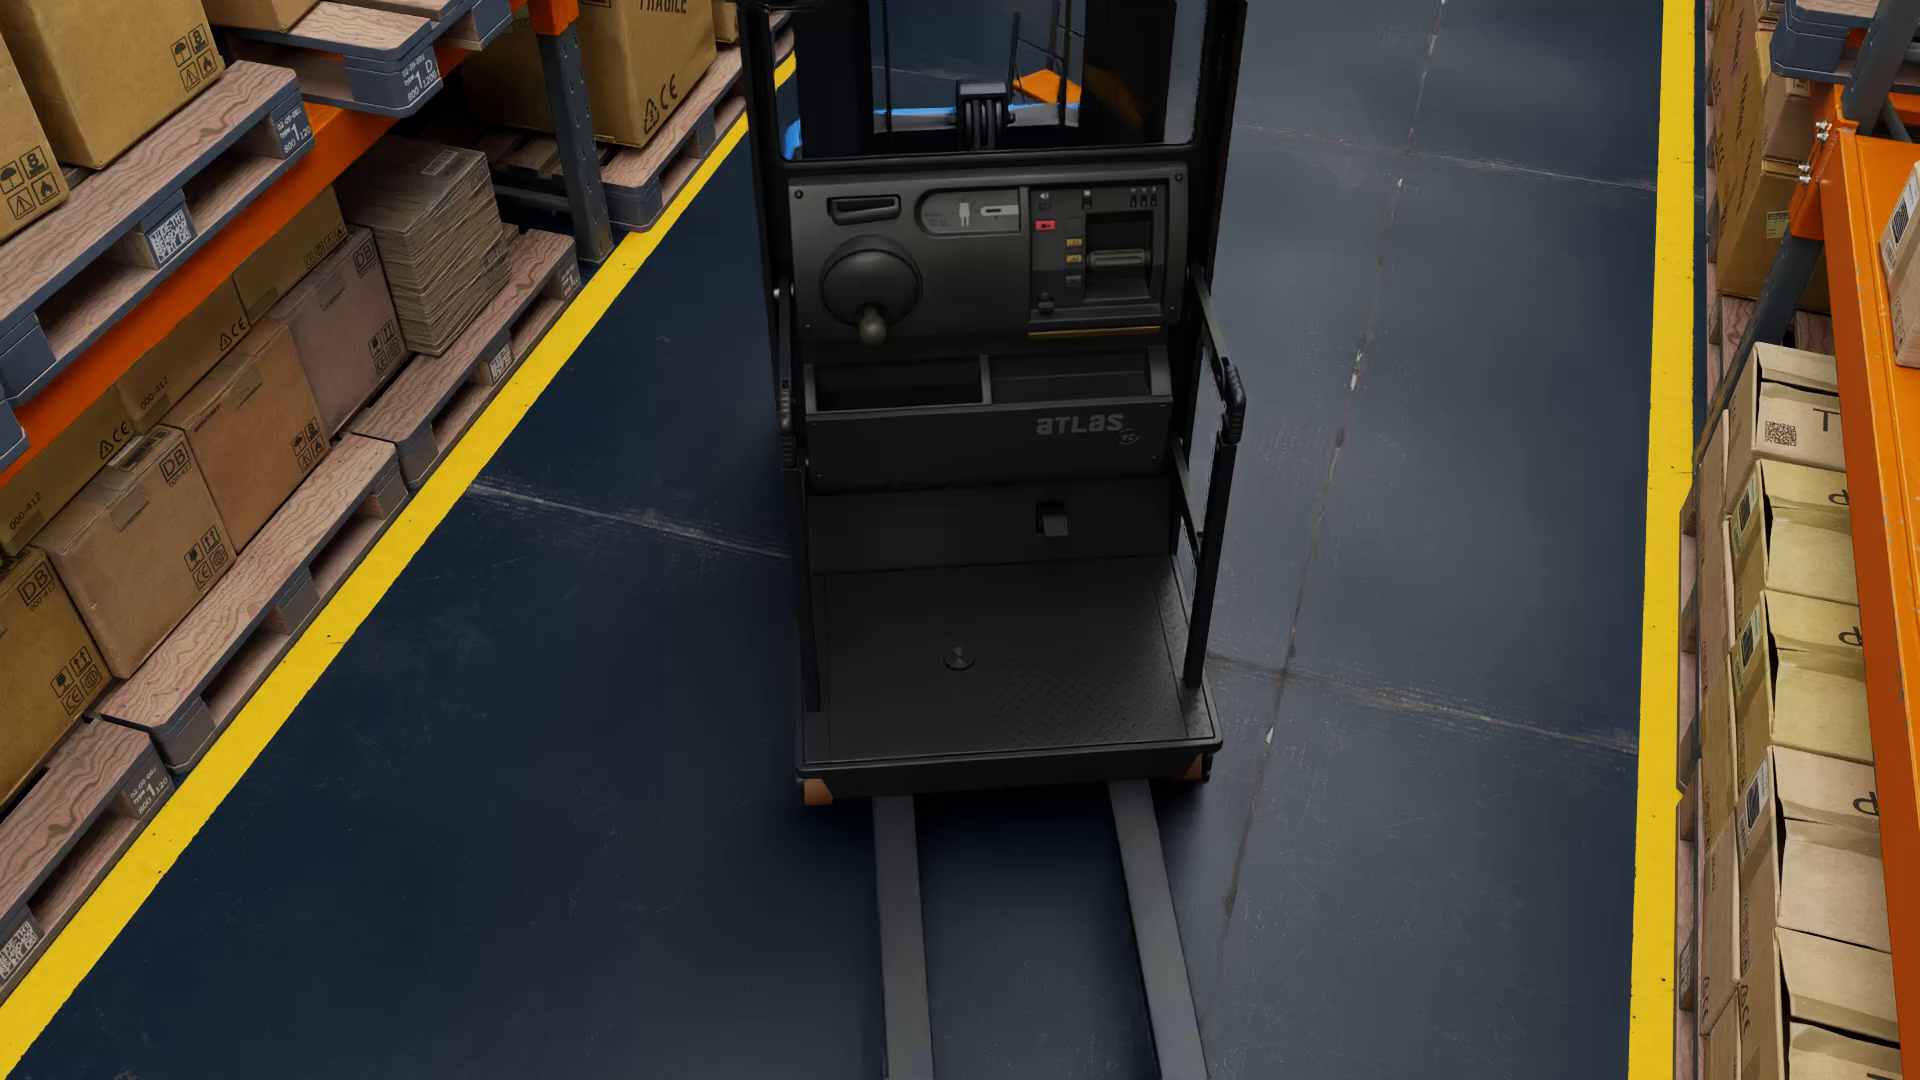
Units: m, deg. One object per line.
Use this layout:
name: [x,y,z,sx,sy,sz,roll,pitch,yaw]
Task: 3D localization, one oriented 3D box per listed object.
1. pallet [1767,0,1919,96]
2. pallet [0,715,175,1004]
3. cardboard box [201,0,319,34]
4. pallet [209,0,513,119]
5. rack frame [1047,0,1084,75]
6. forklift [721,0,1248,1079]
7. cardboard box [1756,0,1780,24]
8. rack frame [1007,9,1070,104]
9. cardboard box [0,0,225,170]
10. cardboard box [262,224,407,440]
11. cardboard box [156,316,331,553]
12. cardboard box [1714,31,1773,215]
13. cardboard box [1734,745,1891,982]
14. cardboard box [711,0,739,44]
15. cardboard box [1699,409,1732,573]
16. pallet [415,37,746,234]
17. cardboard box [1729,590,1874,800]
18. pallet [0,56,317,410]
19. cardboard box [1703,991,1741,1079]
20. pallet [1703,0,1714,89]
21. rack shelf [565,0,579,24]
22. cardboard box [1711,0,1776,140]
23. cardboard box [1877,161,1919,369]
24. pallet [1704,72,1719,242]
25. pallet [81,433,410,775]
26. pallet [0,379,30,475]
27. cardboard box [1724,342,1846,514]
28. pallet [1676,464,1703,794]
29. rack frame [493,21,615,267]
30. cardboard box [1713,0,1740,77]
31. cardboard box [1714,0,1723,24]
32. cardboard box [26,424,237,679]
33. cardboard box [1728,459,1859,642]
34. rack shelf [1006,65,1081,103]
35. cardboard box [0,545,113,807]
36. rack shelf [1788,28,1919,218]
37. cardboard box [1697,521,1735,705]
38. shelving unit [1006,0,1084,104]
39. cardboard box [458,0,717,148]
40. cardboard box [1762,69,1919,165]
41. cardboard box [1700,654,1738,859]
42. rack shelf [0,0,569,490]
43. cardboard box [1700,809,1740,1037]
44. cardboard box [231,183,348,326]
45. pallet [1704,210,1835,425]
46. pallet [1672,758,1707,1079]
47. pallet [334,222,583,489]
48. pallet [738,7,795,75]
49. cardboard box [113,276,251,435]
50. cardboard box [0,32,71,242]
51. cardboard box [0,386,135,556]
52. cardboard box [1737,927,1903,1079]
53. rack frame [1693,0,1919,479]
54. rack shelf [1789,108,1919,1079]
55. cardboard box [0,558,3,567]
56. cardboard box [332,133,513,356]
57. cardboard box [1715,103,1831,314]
pallet: [3.038,-1.608,4.886,1.213,0.211,1.003,13,46,13]
pallet: [-2.799,0.887,4.192,1.003,0.211,1.213,13,46,13]
cardboard box: [-2.099,-1.756,4.513,0.700,0.500,0.500,9,45,9]
pallet: [-1.937,-1.690,4.970,1.213,0.211,1.003,13,46,13]
rack frame: [0.341,-1.220,5.642,0.006,1.200,0.240,-29,51,-34]
forklift: [0.091,-0.578,3.745,1.130,2.935,3.031,-3,44,-3]
cardboard box: [3.278,-2.136,6.225,0.500,0.250,0.500,12,46,12]
rack frame: [0.208,-1.147,5.540,0.006,1.200,0.240,-29,51,-34]
cardboard box: [-2.311,-1.299,4.047,0.700,0.500,0.500,13,46,13]
cardboard box: [-2.258,-0.711,5.304,0.700,0.500,0.500,12,46,12]
cardboard box: [-2.381,-0.373,4.960,0.700,0.500,0.500,12,46,12]
cardboard box: [3.116,-1.492,6.102,0.500,0.500,0.500,11,45,11]
cardboard box: [1.999,0.744,3.610,0.500,0.311,0.500,12,46,12]
cardboard box: [-1.203,-2.683,7.084,0.750,0.750,0.750,12,46,12]
cardboard box: [2.461,-0.090,4.863,0.500,0.250,0.500,12,46,12]
pallet: [-1.512,-1.769,6.907,1.003,0.211,1.213,13,46,13]
cardboard box: [2.154,0.401,3.960,0.500,0.311,0.500,11,46,11]
pallet: [-2.383,-0.860,4.121,1.003,0.211,1.213,13,46,13]
cardboard box: [1.847,1.273,3.470,0.500,0.250,0.500,13,46,13]
pallet: [3.901,-2.329,7.479,1.003,0.211,1.213,13,46,13]
rack shelf: [-1.217,-3.332,7.025,1.077,0.370,4.000,13,46,13]
cardboard box: [3.269,-1.843,6.461,0.500,0.500,0.500,11,45,11]
cardboard box: [2.444,-0.623,3.805,0.500,0.311,0.500,12,46,12]
pallet: [3.533,-1.513,6.646,1.003,0.211,1.213,13,46,13]
pallet: [-2.432,0.071,5.026,1.003,0.211,1.213,13,46,13]
pallet: [-2.664,0.000,3.243,1.003,0.211,1.213,13,46,13]
cardboard box: [2.461,-0.291,4.667,0.500,0.311,0.500,14,46,14]
pallet: [2.613,0.327,4.764,1.003,0.211,1.213,13,46,13]
rack frame: [-1.822,-2.256,5.411,1.000,3.000,0.127,13,46,13]
cardboard box: [3.423,-2.180,6.805,0.500,0.500,0.500,13,46,13]
cardboard box: [3.581,-2.511,7.144,0.500,0.500,0.500,13,46,13]
cardboard box: [-2.525,-0.035,4.614,0.700,0.500,0.500,13,46,13]
cardboard box: [2.310,0.061,4.307,0.500,0.311,0.500,11,46,12]
rack shelf: [0.299,-1.424,5.388,0.180,0.103,0.258,-29,51,-34]
cardboard box: [-2.718,0.297,4.275,0.700,0.500,0.500,12,46,12]
rack shelf: [3.505,-2.286,5.955,1.077,0.370,4.000,13,46,13]
cardboard box: [2.310,0.245,4.521,0.500,0.250,0.500,11,46,11]
shelving unit: [0.274,-1.183,5.591,0.189,1.200,0.258,-29,51,-34]
cardboard box: [-1.475,-2.101,6.489,0.750,0.750,0.750,12,46,12]
cardboard box: [2.972,-1.453,5.527,0.500,0.250,0.500,14,46,14]
cardboard box: [2.158,0.593,4.165,0.500,0.250,0.500,11,46,11]
rack shelf: [-2.428,-0.666,4.300,1.077,0.370,4.000,13,46,13]
cardboard box: [2.003,0.935,3.816,0.500,0.250,0.500,13,46,13]
cardboard box: [-2.223,-0.931,4.993,0.500,0.250,0.500,13,46,13]
pallet: [3.162,-0.703,5.817,1.003,0.211,1.213,13,46,13]
pallet: [2.242,1.138,3.936,1.003,0.211,1.213,13,46,13]
pallet: [-2.060,-0.739,5.854,1.003,0.211,1.213,13,46,13]
pallet: [-1.141,-2.580,7.735,1.003,0.211,1.213,13,46,13]
cardboard box: [-2.374,-0.587,4.641,0.500,0.250,0.500,12,46,12]
cardboard box: [-2.501,-0.932,3.671,0.700,0.500,0.500,19,47,18]
cardboard box: [-2.543,-0.258,4.306,0.500,0.250,0.500,11,46,11]
cardboard box: [1.843,1.078,3.269,0.500,0.311,0.500,12,46,12]
rack frame: [2.900,-1.210,4.342,1.000,3.000,0.127,13,46,13]
rack shelf: [2.294,0.381,3.231,1.077,0.370,4.000,13,46,13]
cardboard box: [-2.697,0.090,3.950,0.500,0.250,0.500,12,46,12]
cardboard box: [-1.991,-1.029,5.630,0.700,0.500,0.500,13,46,13]
cardboard box: [2.959,-1.147,5.750,0.500,0.500,0.500,14,46,14]
